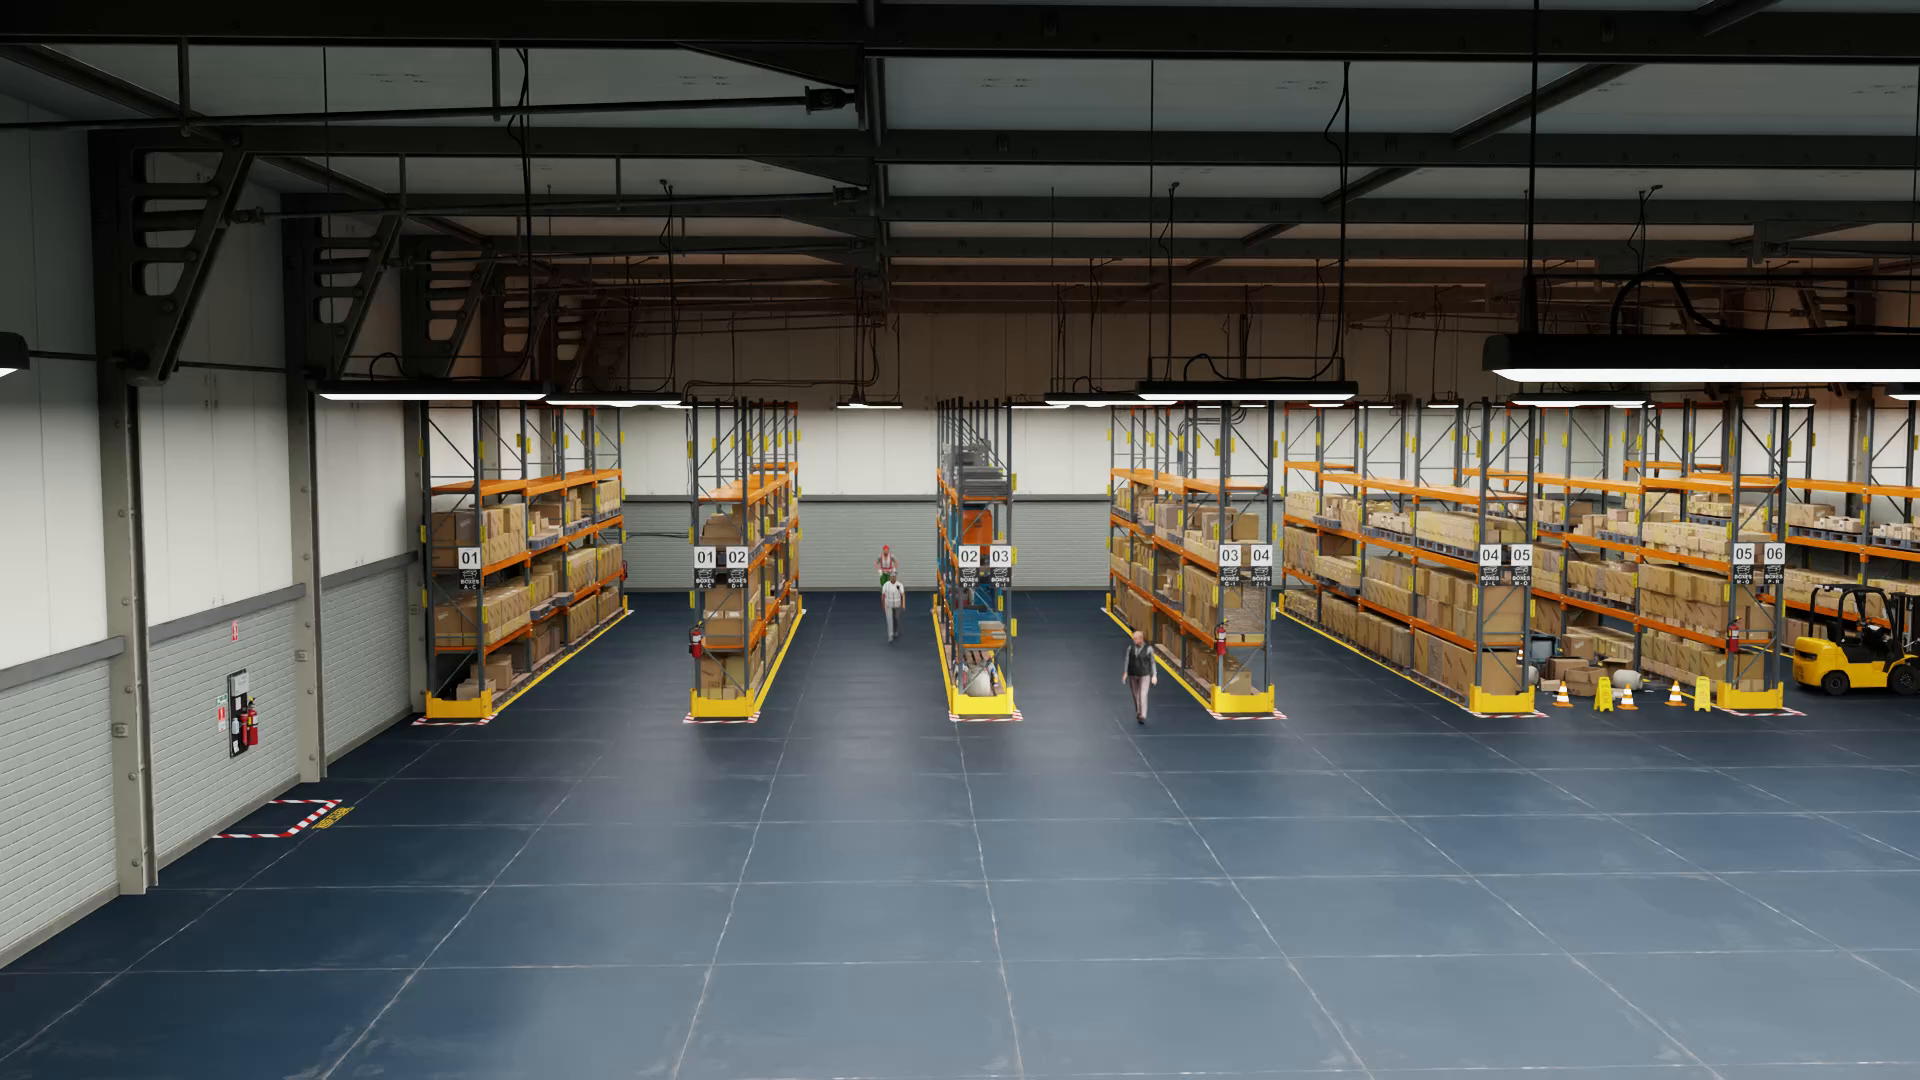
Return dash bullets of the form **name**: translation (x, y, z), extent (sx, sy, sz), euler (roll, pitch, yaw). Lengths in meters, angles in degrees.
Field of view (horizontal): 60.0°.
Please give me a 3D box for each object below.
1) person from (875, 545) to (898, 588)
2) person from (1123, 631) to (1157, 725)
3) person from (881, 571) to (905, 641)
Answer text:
- **person**: translation (-2.232, 0.991, 50.478), extent (0.677, 1.684, 0.649), euler (0, 4, 6)
- **person**: translation (3.278, 2.520, 30.596), extent (0.584, 1.688, 0.900), euler (2, 5, 29)
- **person**: translation (-1.669, 1.629, 41.658), extent (0.586, 1.711, 1.067), euler (0, 4, -5)
